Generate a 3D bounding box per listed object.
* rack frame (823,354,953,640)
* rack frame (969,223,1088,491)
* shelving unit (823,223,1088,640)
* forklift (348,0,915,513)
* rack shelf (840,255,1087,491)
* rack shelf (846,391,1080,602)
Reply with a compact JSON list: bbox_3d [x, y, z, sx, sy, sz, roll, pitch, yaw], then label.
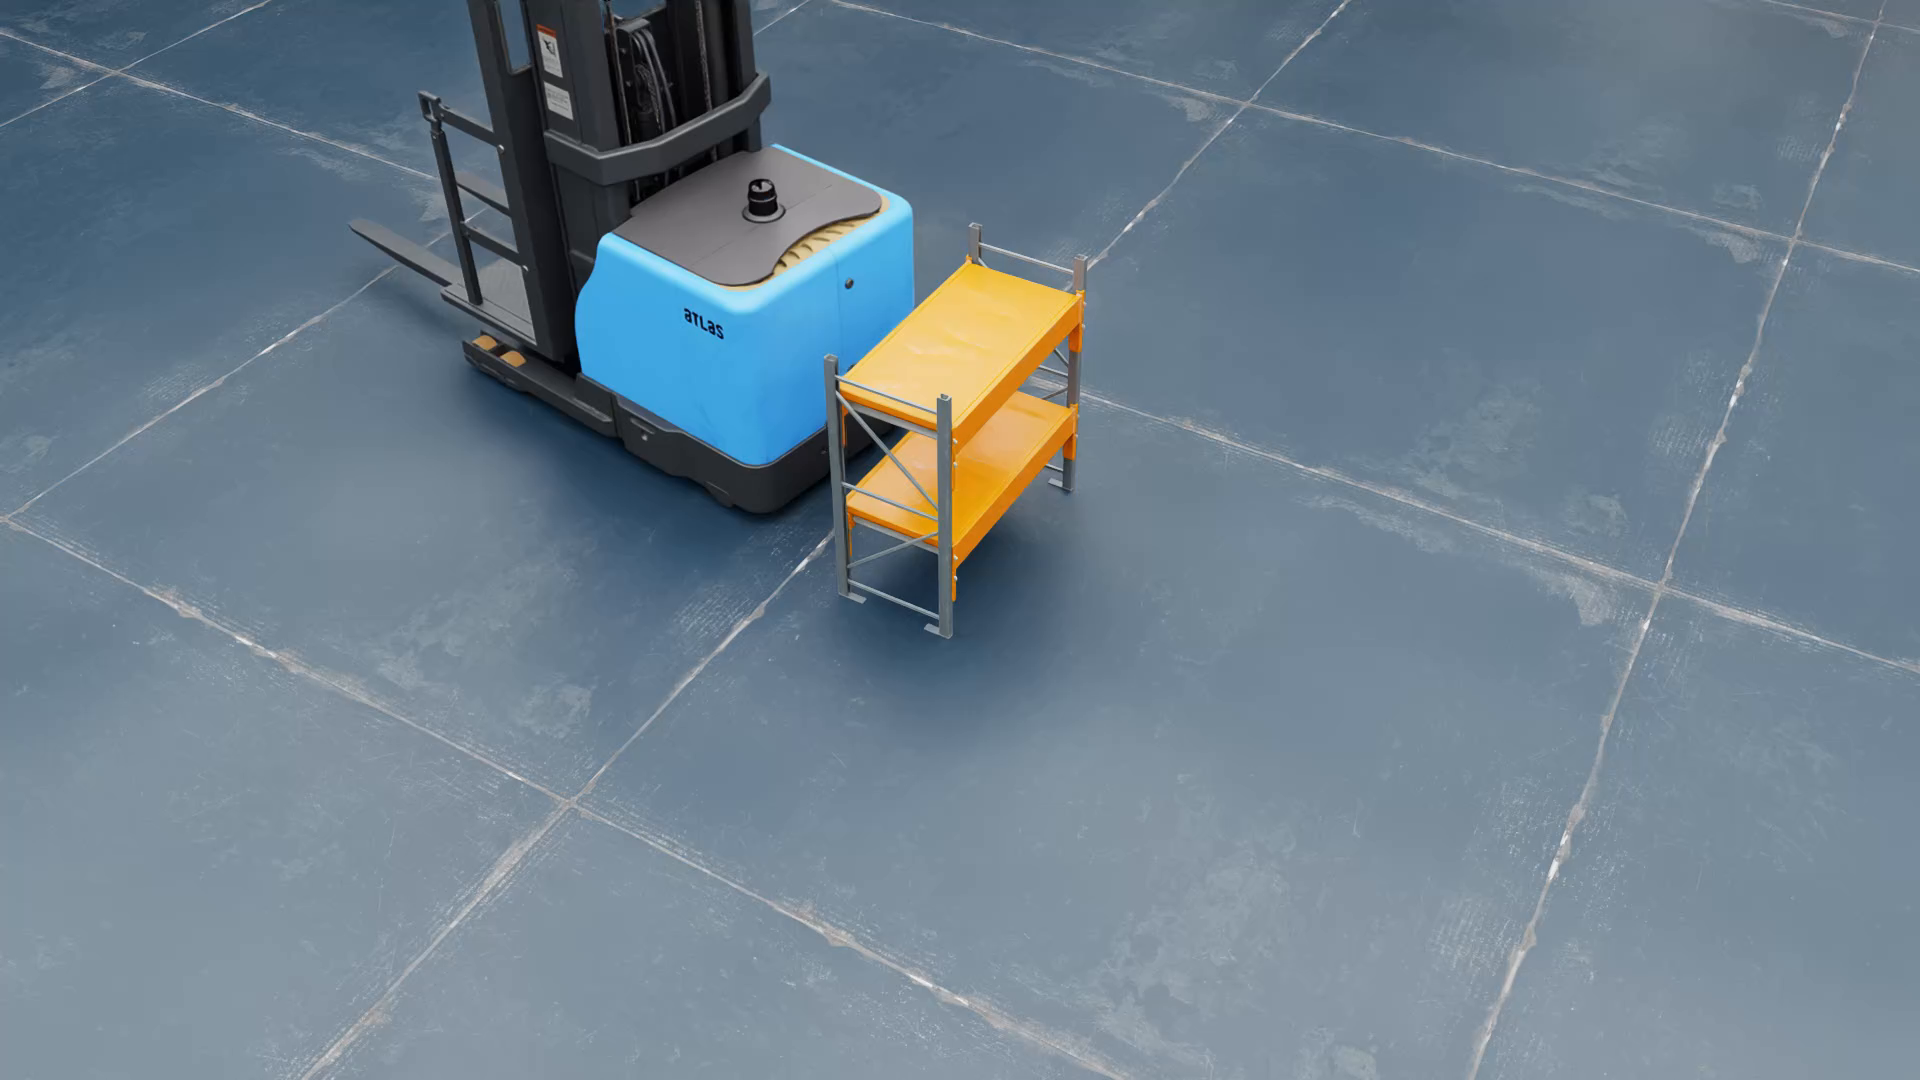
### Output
[{"bbox_3d":[-0.251,-0.135,6.052,0.500,1.125,0.032,21,45,22],"label":"rack frame"},{"bbox_3d":[0.258,-0.717,6.713,0.500,1.125,0.032,21,45,22],"label":"rack frame"},{"bbox_3d":[0.003,-0.426,6.383,0.538,1.125,1.048,21,45,22],"label":"shelving unit"},{"bbox_3d":[-1.635,-2.029,6.836,3.031,2.935,1.130,29,49,28],"label":"forklift"},{"bbox_3d":[0.003,-0.646,6.189,0.538,0.278,1.000,21,45,22],"label":"rack shelf"},{"bbox_3d":[0.003,-0.243,6.544,0.538,0.278,1.000,21,45,22],"label":"rack shelf"}]
